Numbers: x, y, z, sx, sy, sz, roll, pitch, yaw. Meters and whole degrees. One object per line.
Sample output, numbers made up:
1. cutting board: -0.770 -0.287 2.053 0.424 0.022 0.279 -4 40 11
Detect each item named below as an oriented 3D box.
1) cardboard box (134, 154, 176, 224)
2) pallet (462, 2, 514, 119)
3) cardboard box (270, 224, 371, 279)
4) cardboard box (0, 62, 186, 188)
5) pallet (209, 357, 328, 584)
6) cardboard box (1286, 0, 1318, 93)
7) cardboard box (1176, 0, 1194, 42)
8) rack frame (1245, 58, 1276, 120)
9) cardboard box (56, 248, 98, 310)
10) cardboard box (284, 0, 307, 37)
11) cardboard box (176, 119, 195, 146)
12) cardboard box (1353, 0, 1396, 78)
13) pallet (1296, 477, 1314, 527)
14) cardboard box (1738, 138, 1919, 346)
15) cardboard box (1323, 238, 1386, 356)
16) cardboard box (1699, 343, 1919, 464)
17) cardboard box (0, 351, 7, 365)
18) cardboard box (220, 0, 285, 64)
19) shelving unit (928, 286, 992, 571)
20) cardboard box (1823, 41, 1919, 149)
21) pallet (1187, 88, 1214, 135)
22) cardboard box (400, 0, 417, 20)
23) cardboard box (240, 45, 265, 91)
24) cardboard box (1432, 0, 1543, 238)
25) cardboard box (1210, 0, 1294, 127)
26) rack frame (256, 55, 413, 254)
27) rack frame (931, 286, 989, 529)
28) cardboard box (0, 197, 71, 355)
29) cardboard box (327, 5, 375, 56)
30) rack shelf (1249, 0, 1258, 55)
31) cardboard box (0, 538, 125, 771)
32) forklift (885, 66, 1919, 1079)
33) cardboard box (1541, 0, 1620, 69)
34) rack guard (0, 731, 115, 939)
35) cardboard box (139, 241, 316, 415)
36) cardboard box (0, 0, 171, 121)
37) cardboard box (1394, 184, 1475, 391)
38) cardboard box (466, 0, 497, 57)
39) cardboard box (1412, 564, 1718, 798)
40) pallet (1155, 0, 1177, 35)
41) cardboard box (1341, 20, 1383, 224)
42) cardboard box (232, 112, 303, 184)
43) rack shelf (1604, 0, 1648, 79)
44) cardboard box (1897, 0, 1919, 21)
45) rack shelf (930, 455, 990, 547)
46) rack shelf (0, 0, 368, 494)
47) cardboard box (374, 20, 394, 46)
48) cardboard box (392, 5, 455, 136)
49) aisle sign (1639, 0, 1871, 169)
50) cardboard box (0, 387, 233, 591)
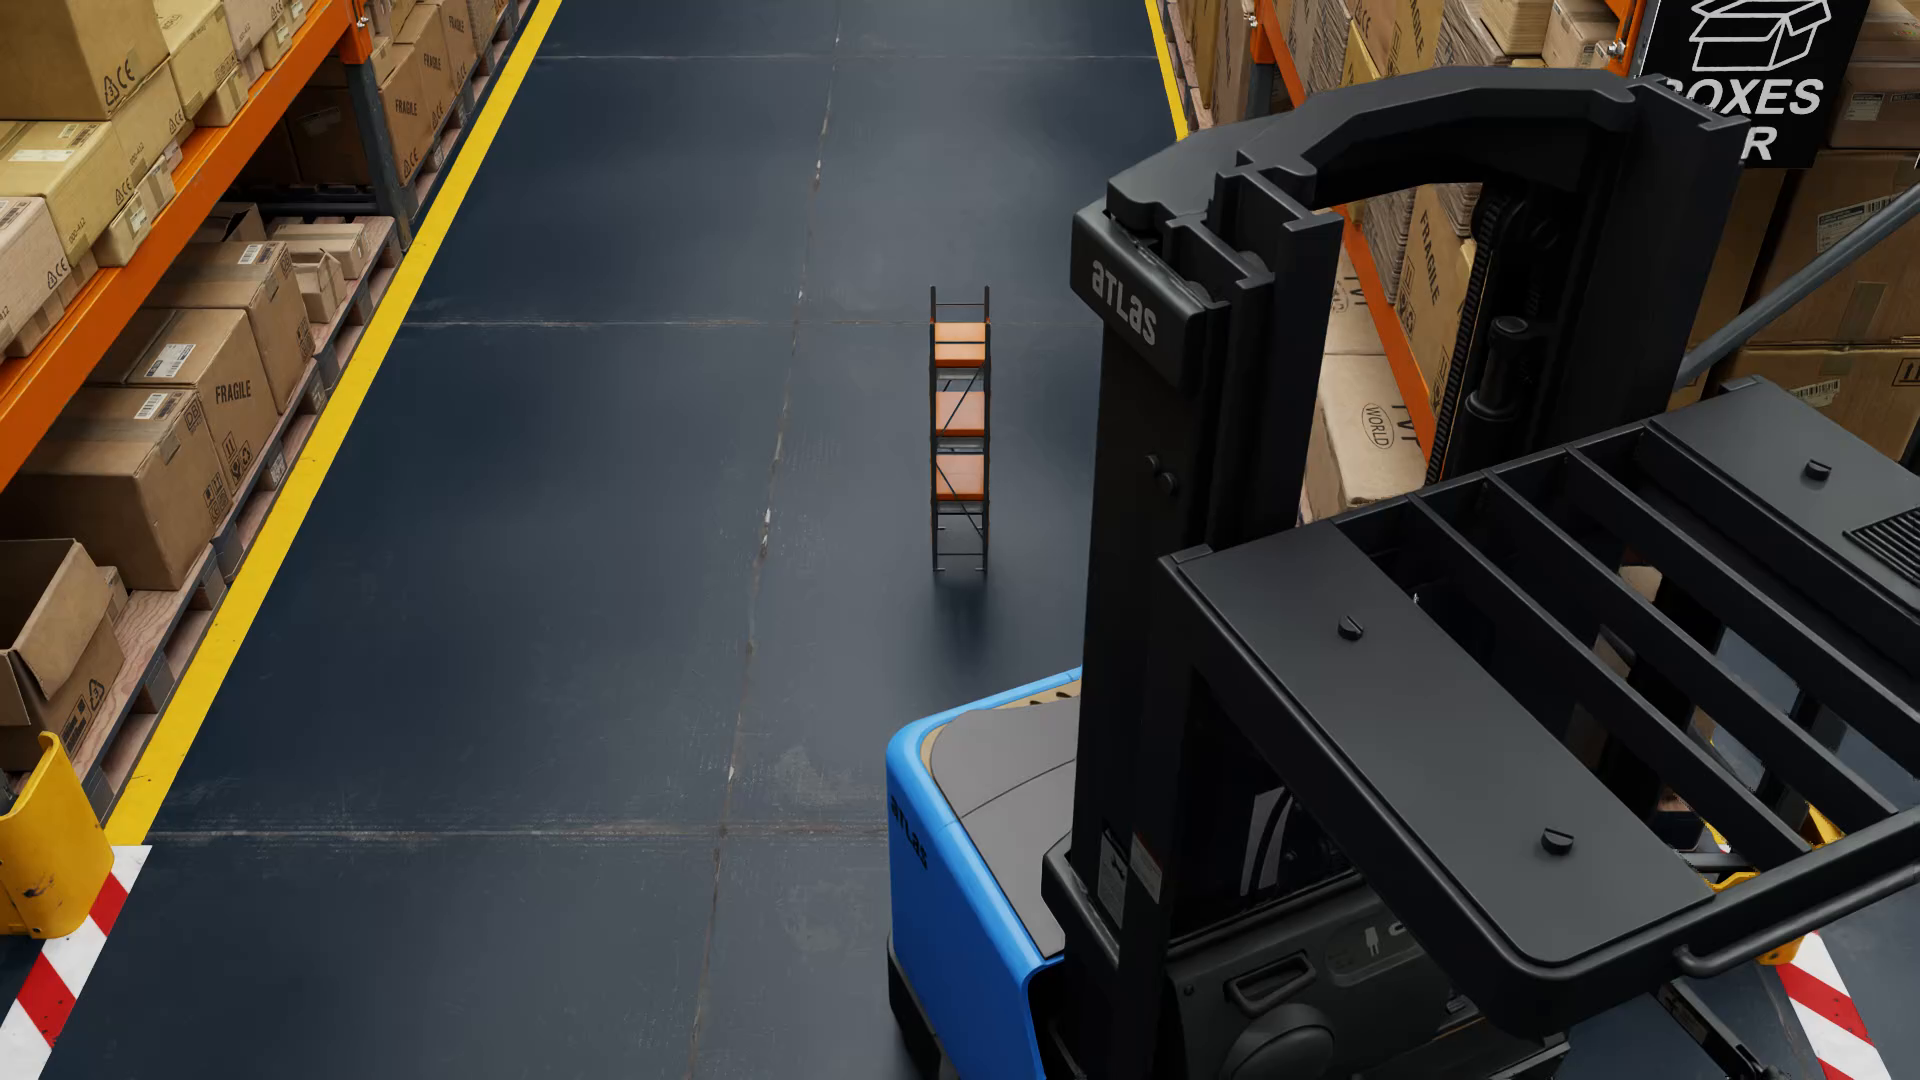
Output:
1. cardboard box: -2.843 -1.155 5.493 0.380 0.149 0.250 1 39 1
2. pallet: -3.192 -2.763 9.530 1.003 0.211 1.213 0 39 0
3. cardboard box: -2.855 -1.281 7.394 0.380 0.149 0.250 -1 39 -1
4. cardboard box: -2.902 -1.370 5.443 0.500 0.250 0.500 -1 39 -1
5. pallet: -3.145 -0.296 6.450 1.003 0.211 1.213 0 39 0
6. cardboard box: 1.550 -2.015 6.286 0.500 0.500 0.500 0 39 0
7. cardboard box: 1.725 -3.430 9.495 0.875 0.875 0.875 0 39 1
8. rack frame: 1.815 -2.584 7.076 1.000 3.000 0.127 0 39 0
9. cardboard box: -2.897 -0.832 5.090 0.380 0.149 0.250 1 39 1
10. cardboard box: -2.874 -2.118 6.695 0.380 0.149 0.250 1 39 1
11. cardboard box: -2.960 -1.470 5.887 0.380 0.149 0.250 0 39 1
12. cardboard box: 1.555 -1.764 5.173 0.500 0.500 0.500 0 39 0
13. pallet: 1.742 -0.255 6.400 1.003 0.211 1.213 0 39 0
14. cardboard box: 2.103 -0.812 3.985 0.500 0.500 0.500 -1 39 -1
15. cardboard box: 1.710 -0.796 6.557 0.875 0.438 0.875 -1 39 -1
16. cardboard box: 2.106 -0.422 4.298 0.500 0.500 0.500 0 39 0
17. cardboard box: -2.952 -0.508 4.686 0.380 0.149 0.250 -1 39 -1
18. cardboard box: -2.889 -2.004 6.234 0.500 0.250 0.500 0 39 0
19. shelving unit: 0.000 -0.376 5.880 0.215 1.050 0.252 0 39 0
20. cardboard box: 2.096 -0.987 3.685 0.380 0.149 0.250 1 39 1
21. pallet: 1.738 -1.978 8.550 1.003 0.211 1.213 0 39 0
22. cardboard box: -2.987 -2.749 8.426 0.380 0.149 0.250 -1 39 -1
23. cardboard box: -2.876 -1.792 6.288 0.380 0.149 0.250 1 39 1
24. cardboard box: 1.551 -1.140 4.394 0.500 0.500 0.500 0 39 0
25. cardboard box: 1.734 -2.307 8.093 0.875 0.875 0.875 1 39 1
26. rack frame: -3.149 -2.578 7.069 1.000 3.000 0.127 0 39 0
27. rack frame: 0.000 -0.453 5.975 0.200 1.050 0.008 0 39 0
28. cardboard box: -2.876 -0.734 4.649 0.500 0.250 0.500 0 39 0
29. cardboard box: -2.944 -2.360 7.703 0.380 0.149 0.250 -1 39 -1
30. rack shelf: 1.812 -3.554 8.862 1.077 0.370 4.000 0 39 0
31. cardboard box: -3.050 0.351 5.074 0.797 0.503 0.637 -1 39 -2
32. forklift: 0.886 0.855 2.839 1.130 2.935 3.031 -16 41 -19
33. cardboard box: 1.594 -1.148 3.886 0.380 0.149 0.250 1 39 1
34. rack guard: -3.145 0.851 4.788 1.175 0.500 0.348 0 39 0
35. cardboard box: -3.014 -0.832 6.552 0.700 0.500 0.500 -1 39 -2
36. cardboard box: -2.878 -1.649 5.191 0.500 0.500 0.500 1 39 1
37. cardboard box: 1.568 -0.737 4.691 0.500 0.500 0.500 -1 39 -1
38. cardboard box: -2.926 -3.039 9.306 0.500 0.500 0.500 -1 39 -2
39. cardboard box: 1.718 0.341 5.139 0.875 0.438 0.875 -1 39 -2
40. pallet: 1.736 -3.504 10.454 1.003 0.211 1.213 0 39 0
41. cardboard box: 1.544 -1.382 5.495 0.500 0.500 0.500 1 39 1
42. cardboard box: -3.445 -2.073 8.102 0.500 0.500 0.500 0 39 0
43. rack shelf: 1.817 -2.223 4.802 1.077 0.370 4.000 0 39 0
44. cardboard box: 2.139 -1.314 4.092 0.380 0.149 0.250 1 39 1
45. rack shelf: 0.000 -0.151 6.060 0.215 0.259 0.240 0 39 0
46. rack shelf: -3.147 -1.047 5.733 1.077 0.370 4.000 0 39 0
47. cardboard box: -2.961 -2.417 8.012 0.380 0.149 0.250 -1 39 -1
48. cardboard box: -2.935 -2.402 8.512 0.500 0.500 0.500 -1 39 -1
49. aisle sign: 1.509 -1.052 3.085 0.394 0.787 0.004 0 39 0
50. cardboard box: -3.012 -0.182 5.742 0.700 0.500 0.500 1 39 2
